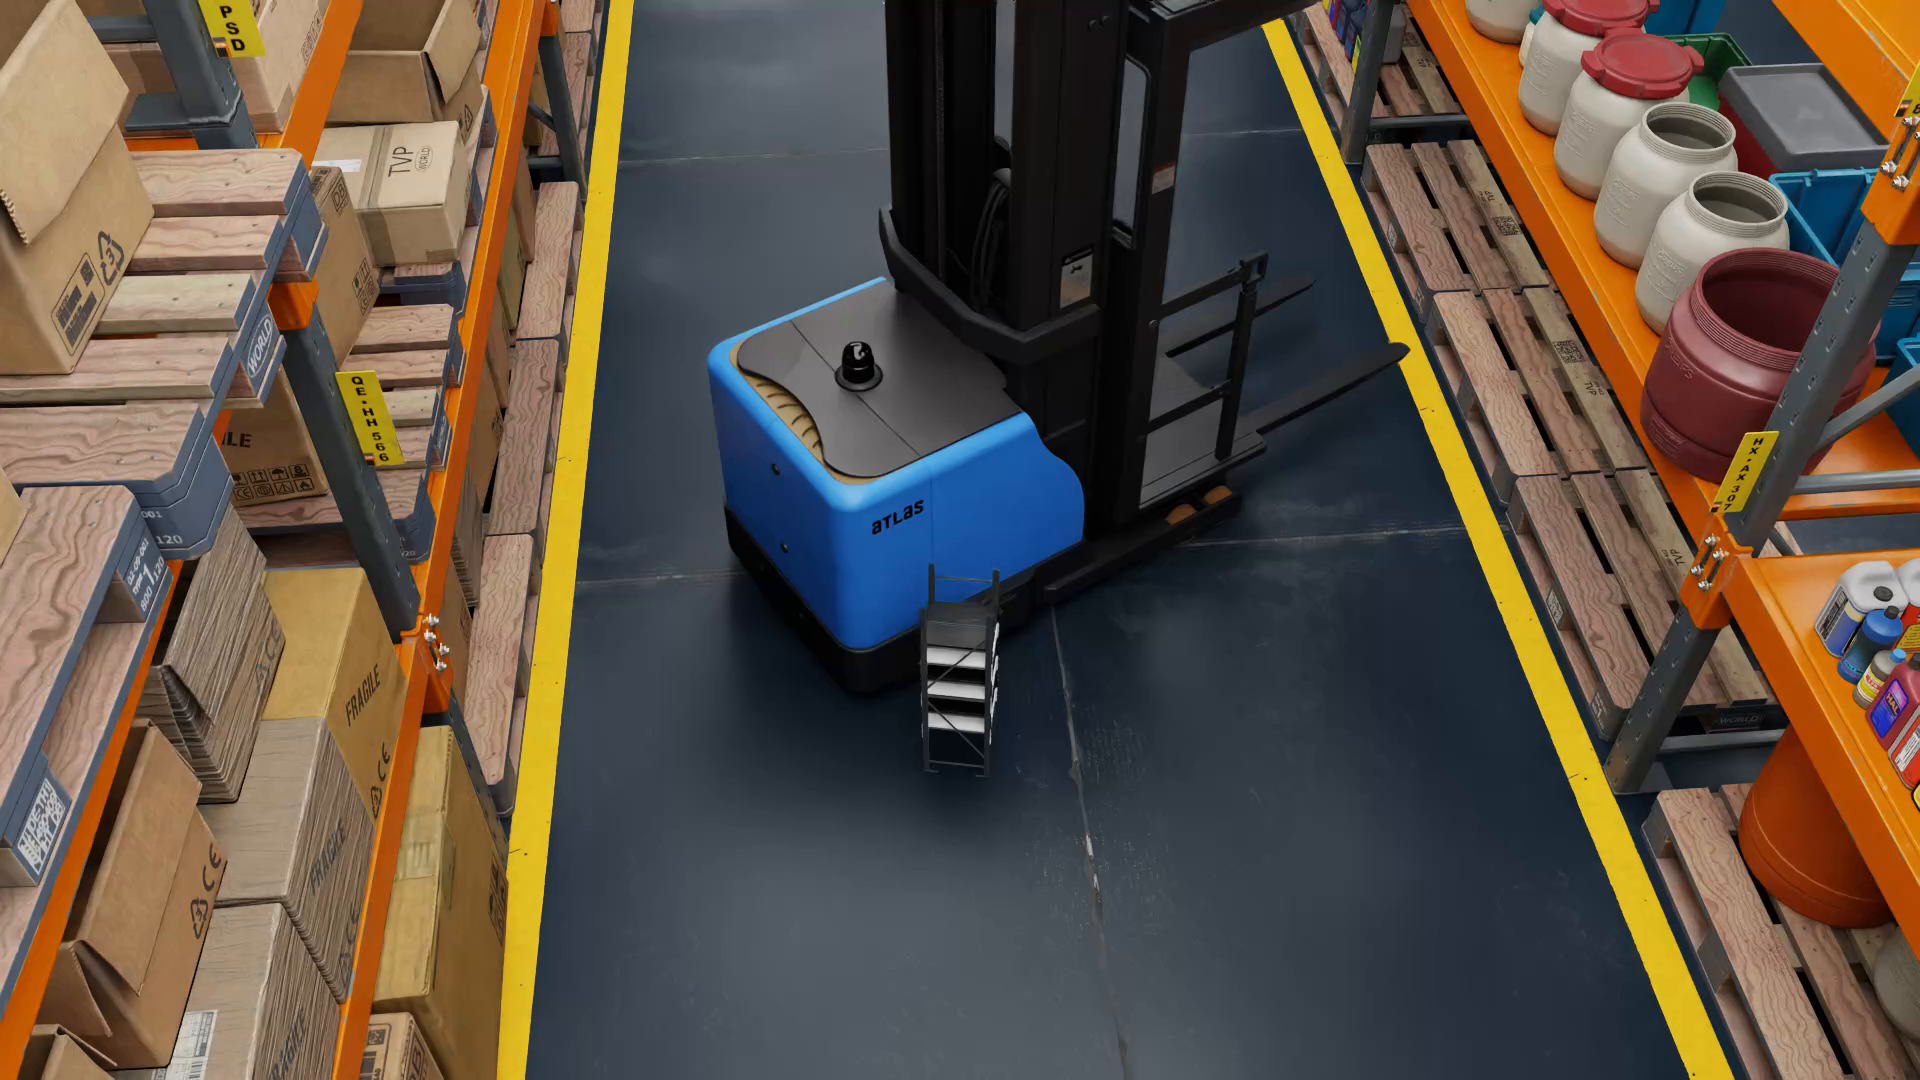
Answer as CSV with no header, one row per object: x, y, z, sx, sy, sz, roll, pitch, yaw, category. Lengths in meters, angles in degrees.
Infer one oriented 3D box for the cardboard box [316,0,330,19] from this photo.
-1.910,-1.585,4.359,0.500,0.250,0.500,-2,47,-2,cardboard box

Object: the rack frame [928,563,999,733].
0.012,0.399,5.889,0.240,0.900,0.006,5,47,5,rack frame

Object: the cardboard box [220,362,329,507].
-2.167,-0.445,4.884,0.500,0.500,0.500,-9,47,-8,cardboard box

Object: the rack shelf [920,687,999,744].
0.000,0.619,5.974,0.258,0.077,0.200,5,47,5,rack shelf

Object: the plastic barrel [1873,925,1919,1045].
3.048,1.288,5.025,0.421,0.512,0.421,0,47,0,plastic barrel

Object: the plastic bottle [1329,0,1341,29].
2.106,-2.993,9.223,0.061,0.283,0.133,-1,47,-1,plastic bottle

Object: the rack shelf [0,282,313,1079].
-1.915,0.785,2.507,1.077,0.370,4.000,-3,47,-3,rack shelf

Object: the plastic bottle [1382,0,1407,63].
2.321,-2.771,8.966,0.144,0.351,0.185,-3,47,-3,plastic bottle

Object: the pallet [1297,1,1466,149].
2.504,-2.603,9.206,1.003,0.211,1.213,-3,47,-3,pallet

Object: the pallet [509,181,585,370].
-2.350,-1.250,7.925,1.003,0.211,1.213,-3,47,-3,pallet

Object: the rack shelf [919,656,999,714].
0.000,0.495,5.843,0.258,0.077,0.200,5,47,5,rack shelf

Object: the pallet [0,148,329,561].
-1.975,-0.382,3.247,1.213,0.211,1.003,-2,47,-1,pallet

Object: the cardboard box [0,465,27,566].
-1.799,-0.032,2.427,0.500,0.500,0.500,-1,47,-1,cardboard box

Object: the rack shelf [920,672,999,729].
0.000,0.557,5.909,0.258,0.077,0.200,5,47,5,rack shelf

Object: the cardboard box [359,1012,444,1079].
-1.978,1.854,4.239,1.225,0.875,0.875,-3,47,-3,cardboard box

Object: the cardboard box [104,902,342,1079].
-1.711,1.166,3.648,0.500,0.500,0.500,-5,47,-5,cardboard box

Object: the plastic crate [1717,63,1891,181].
3.023,-1.389,6.092,0.402,0.464,0.583,-3,47,-3,plastic crate

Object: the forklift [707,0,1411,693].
0.564,-1.286,6.085,3.031,2.935,1.130,-26,52,-23,forklift

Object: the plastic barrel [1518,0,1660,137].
2.442,-1.884,6.511,0.433,0.535,0.433,0,47,0,plastic barrel

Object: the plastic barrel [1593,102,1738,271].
2.519,-1.254,5.931,0.421,0.512,0.421,0,47,0,plastic barrel

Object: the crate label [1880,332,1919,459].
3.192,-0.449,5.361,0.303,0.233,0.416,-3,47,-3,crate label

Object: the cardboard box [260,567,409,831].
-1.794,0.429,4.345,0.500,0.500,0.500,-2,47,-2,cardboard box

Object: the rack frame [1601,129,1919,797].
2.854,-0.179,4.990,1.000,3.000,0.127,-3,47,-3,rack frame

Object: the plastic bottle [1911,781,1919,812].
2.572,0.628,4.306,0.061,0.283,0.133,-3,47,-3,plastic bottle

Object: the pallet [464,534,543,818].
-2.146,0.515,6.253,1.003,0.211,1.213,-3,47,-3,pallet

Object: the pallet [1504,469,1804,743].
2.827,0.217,6.536,1.003,0.211,1.213,-3,47,-3,pallet

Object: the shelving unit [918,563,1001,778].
0.000,0.473,5.819,0.258,0.900,0.210,5,47,5,shelving unit

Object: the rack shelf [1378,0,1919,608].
2.686,-1.379,6.622,1.077,0.370,4.000,-3,47,-3,rack shelf

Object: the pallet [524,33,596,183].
-2.508,-2.297,8.917,1.003,0.211,1.213,-3,47,-3,pallet

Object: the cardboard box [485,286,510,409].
-2.318,-0.868,7.061,0.700,0.500,0.500,-7,47,-7,cardboard box

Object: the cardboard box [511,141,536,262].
-2.387,-1.619,7.772,0.700,0.500,0.500,-7,47,-6,cardboard box

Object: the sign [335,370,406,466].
-1.529,-0.313,4.319,0.100,0.325,0.005,-3,47,-3,sign

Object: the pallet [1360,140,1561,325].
2.623,-1.549,8.208,1.003,0.211,1.213,-3,47,-3,pallet

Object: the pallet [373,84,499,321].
-2.288,-1.242,6.129,1.003,0.211,1.213,-3,47,-3,pallet

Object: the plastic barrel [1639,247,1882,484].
2.513,-0.543,5.242,0.600,0.536,0.708,-3,47,-3,plastic barrel

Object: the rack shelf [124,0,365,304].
-2.249,-2.109,5.248,1.077,0.370,4.000,-3,47,-3,rack shelf

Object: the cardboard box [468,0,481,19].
-2.490,-2.540,6.523,1.000,1.000,1.000,-3,47,-3,cardboard box

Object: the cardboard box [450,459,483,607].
-2.217,-0.054,6.290,0.700,0.500,0.500,-7,47,-7,cardboard box

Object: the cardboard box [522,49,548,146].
-2.410,-2.349,8.478,0.500,0.500,0.500,-5,47,-5,cardboard box

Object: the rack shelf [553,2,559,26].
-2.584,-3.972,9.078,1.077,0.370,4.000,-3,47,-3,rack shelf

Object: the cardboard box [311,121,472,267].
-1.993,-1.198,5.769,0.500,0.250,0.500,-5,47,-4,cardboard box

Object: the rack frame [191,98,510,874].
-2.082,0.122,4.705,1.000,3.000,0.127,-3,47,-3,rack frame

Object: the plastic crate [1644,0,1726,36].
2.921,-2.289,6.999,0.392,0.384,0.575,-3,47,-3,plastic crate

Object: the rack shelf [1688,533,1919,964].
3.021,1.515,3.881,1.077,0.370,4.000,-3,47,-3,rack shelf

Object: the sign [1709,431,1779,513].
2.306,-0.197,4.895,0.100,0.325,0.005,-3,47,-3,sign

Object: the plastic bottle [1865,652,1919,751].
2.550,0.434,4.490,0.061,0.283,0.133,-3,47,-3,plastic bottle

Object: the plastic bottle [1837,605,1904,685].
2.550,0.283,4.641,0.097,0.271,0.097,0,47,0,plastic bottle

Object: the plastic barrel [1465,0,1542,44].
2.380,-2.415,7.014,0.433,0.535,0.433,0,47,0,plastic barrel

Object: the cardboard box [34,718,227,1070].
-1.985,0.744,3.356,0.797,0.503,0.637,-3,47,-2,cardboard box

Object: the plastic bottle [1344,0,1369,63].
2.178,-2.762,8.958,0.144,0.351,0.185,-5,47,-4,plastic bottle
